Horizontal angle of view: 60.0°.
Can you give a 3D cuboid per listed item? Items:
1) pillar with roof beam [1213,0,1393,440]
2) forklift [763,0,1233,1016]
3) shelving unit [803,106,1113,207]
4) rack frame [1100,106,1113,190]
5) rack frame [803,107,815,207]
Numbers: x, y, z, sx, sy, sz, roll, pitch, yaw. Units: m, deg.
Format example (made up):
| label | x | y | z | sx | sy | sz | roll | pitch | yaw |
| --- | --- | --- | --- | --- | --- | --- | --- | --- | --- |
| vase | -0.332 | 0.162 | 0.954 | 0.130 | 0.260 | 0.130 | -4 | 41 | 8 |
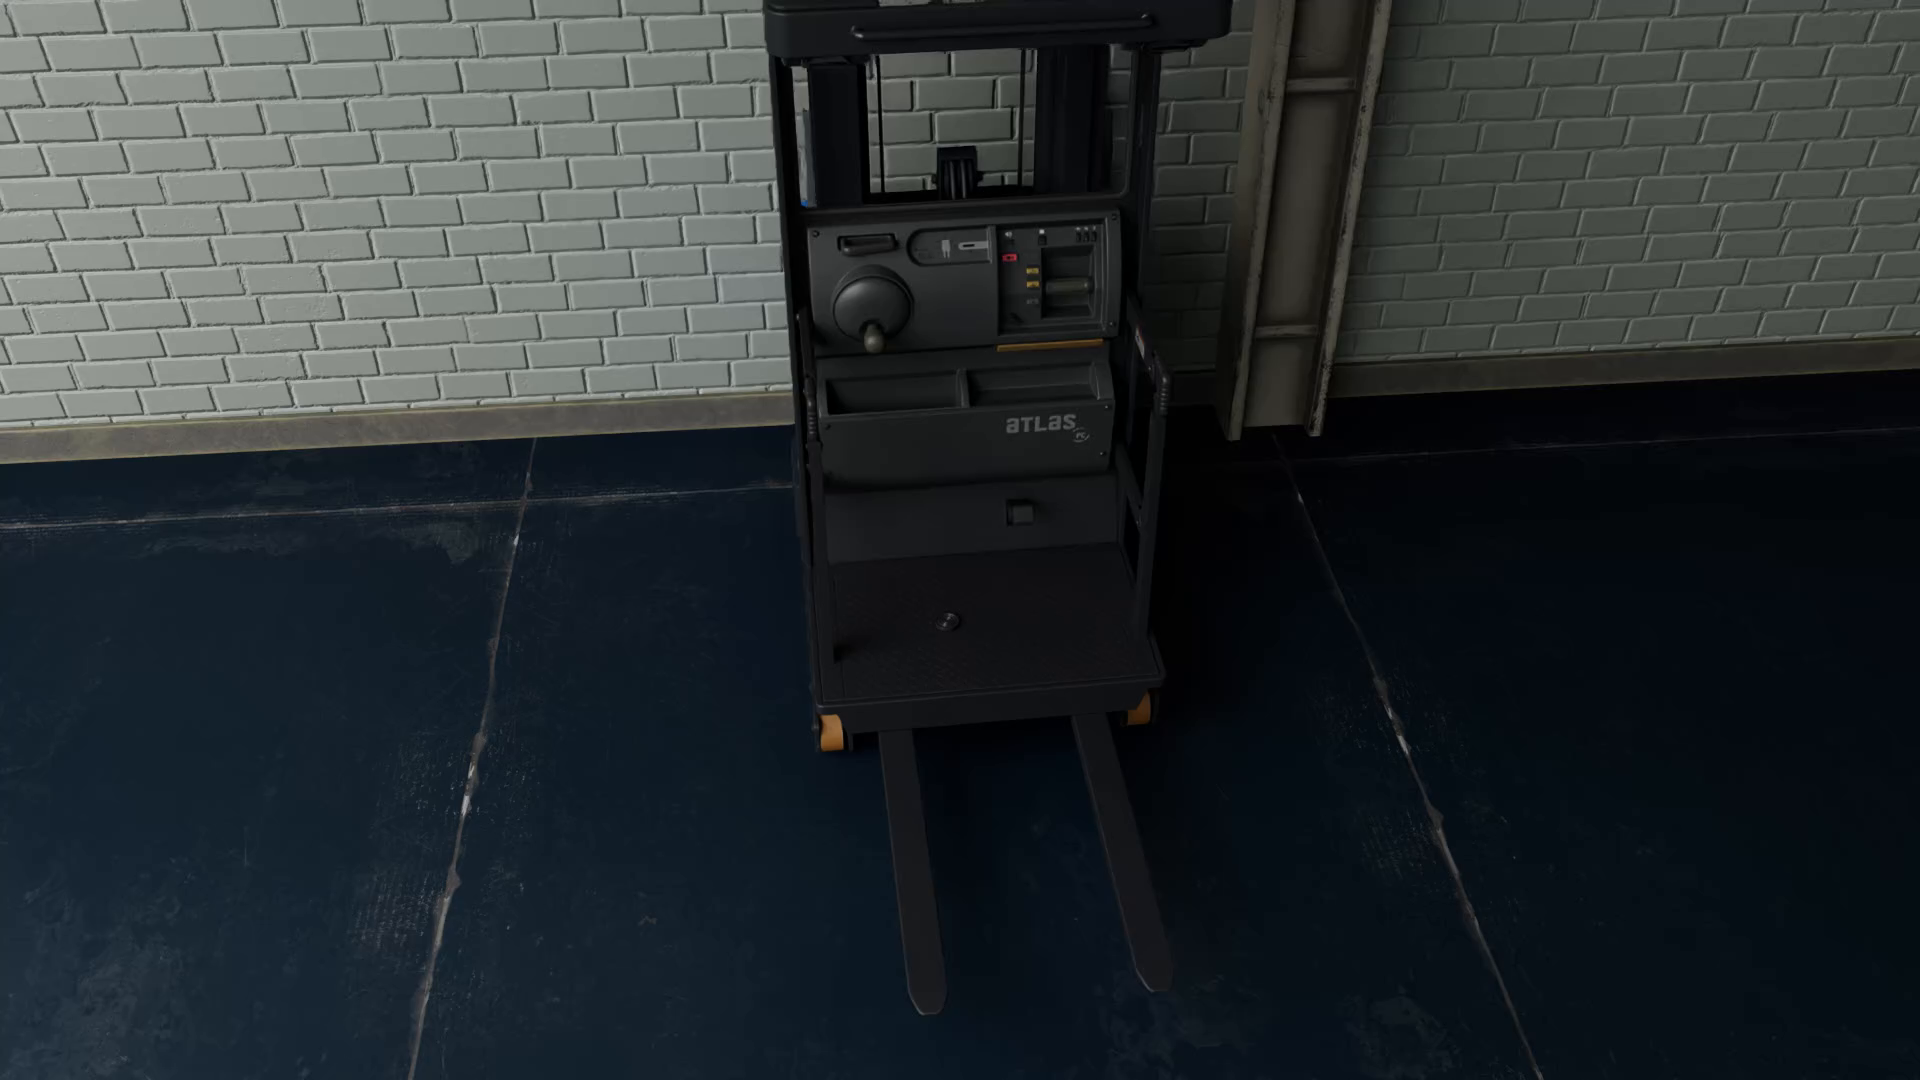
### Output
| label | x | y | z | sx | sy | sz | roll | pitch | yaw |
| --- | --- | --- | --- | --- | --- | --- | --- | --- | --- |
| pillar with roof beam | 1.651 | -1.387 | 0.743 | 0.400 | 9.000 | 9.100 | -3 | 38 | -4 |
| forklift | 0.047 | -0.696 | 4.766 | 1.130 | 2.935 | 3.031 | -4 | 38 | -5 |
| shelving unit | -0.009 | -0.974 | 6.253 | 1.048 | 1.500 | 0.538 | 0 | 34 | 0 |
| rack frame | 0.499 | -0.976 | 6.258 | 0.032 | 1.500 | 0.500 | 0 | 34 | 0 |
| rack frame | -0.517 | -0.972 | 6.249 | 0.032 | 1.500 | 0.500 | 0 | 34 | 0 |
